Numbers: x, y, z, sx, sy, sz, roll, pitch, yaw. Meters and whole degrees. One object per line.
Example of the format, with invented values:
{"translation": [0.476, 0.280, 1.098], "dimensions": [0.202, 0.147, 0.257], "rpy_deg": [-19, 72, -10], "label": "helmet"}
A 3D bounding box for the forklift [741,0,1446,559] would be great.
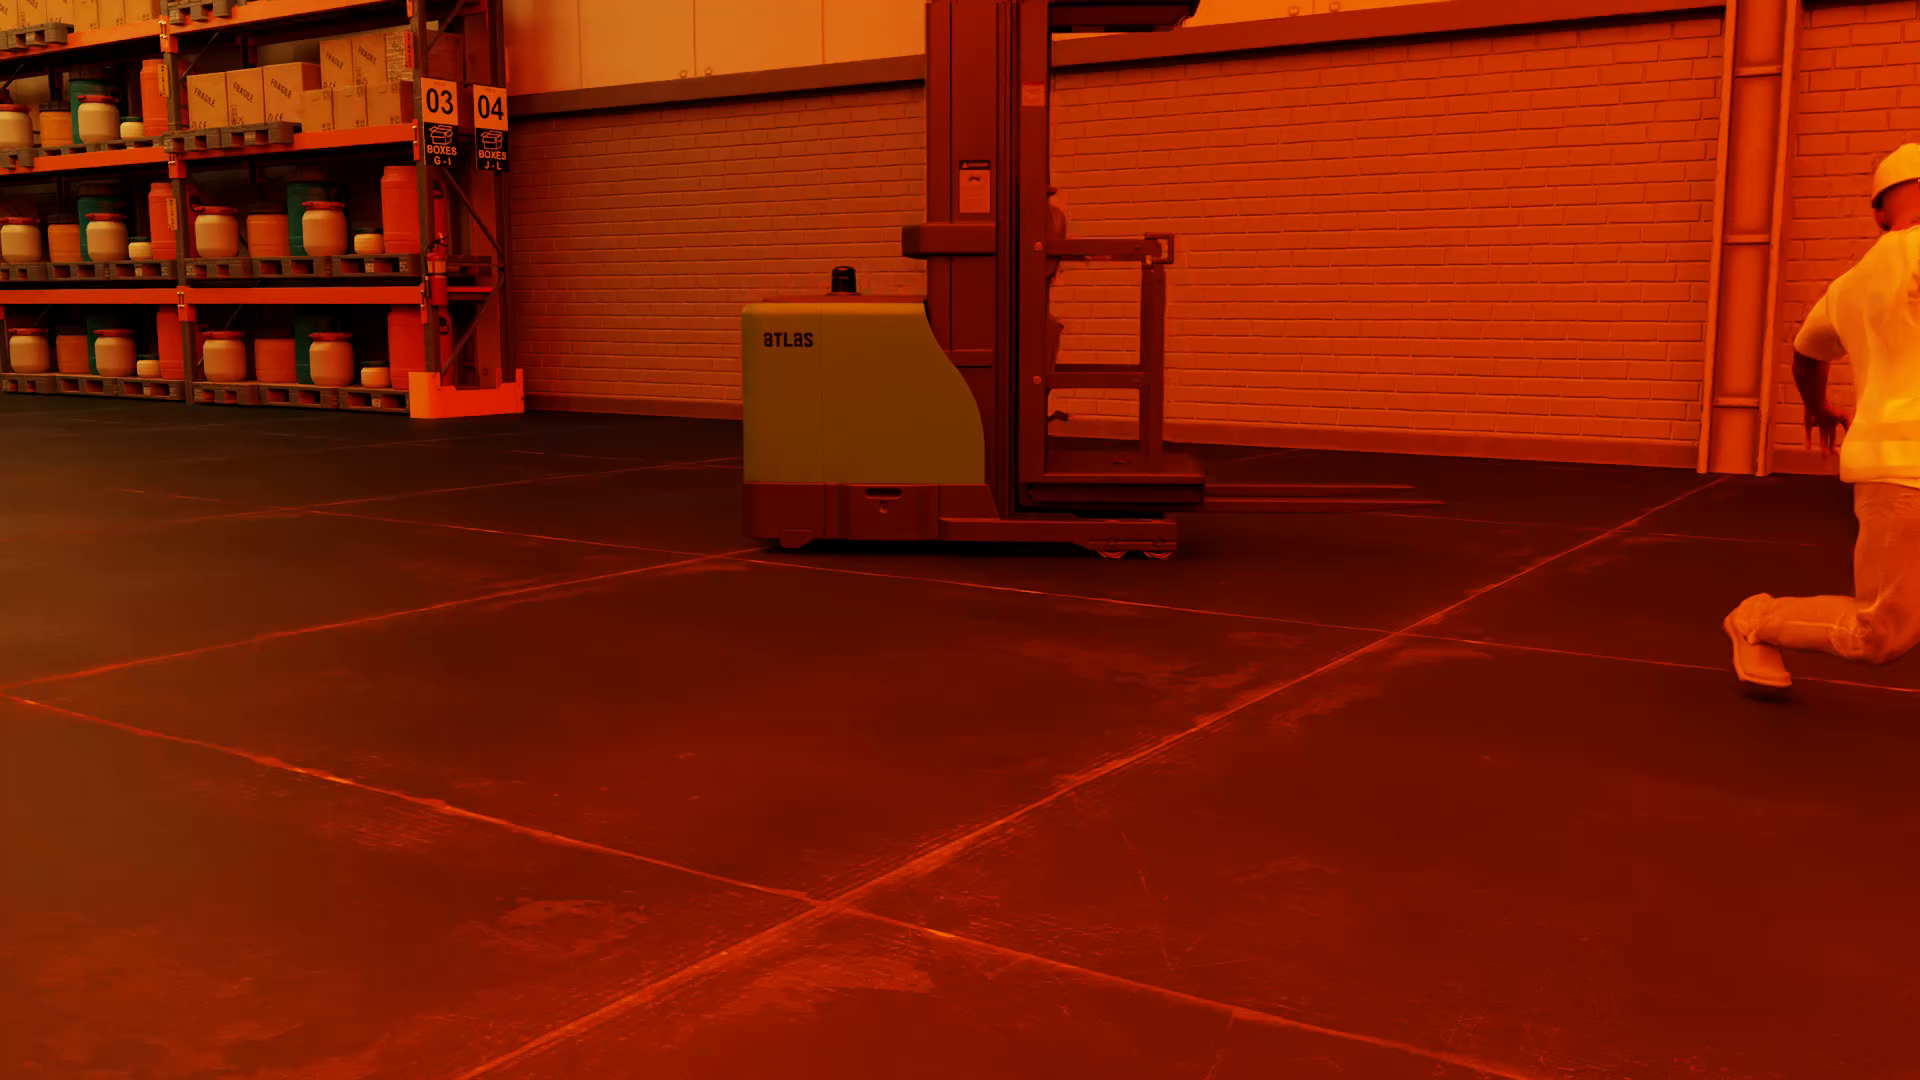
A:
{"translation": [0.591, -1.447, 7.366], "dimensions": [3.031, 2.935, 1.130], "rpy_deg": [1, 8, 4], "label": "forklift"}

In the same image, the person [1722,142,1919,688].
{"translation": [2.557, -0.273, 4.329], "dimensions": [0.988, 1.494, 0.853], "rpy_deg": [7, 11, 42], "label": "person"}
